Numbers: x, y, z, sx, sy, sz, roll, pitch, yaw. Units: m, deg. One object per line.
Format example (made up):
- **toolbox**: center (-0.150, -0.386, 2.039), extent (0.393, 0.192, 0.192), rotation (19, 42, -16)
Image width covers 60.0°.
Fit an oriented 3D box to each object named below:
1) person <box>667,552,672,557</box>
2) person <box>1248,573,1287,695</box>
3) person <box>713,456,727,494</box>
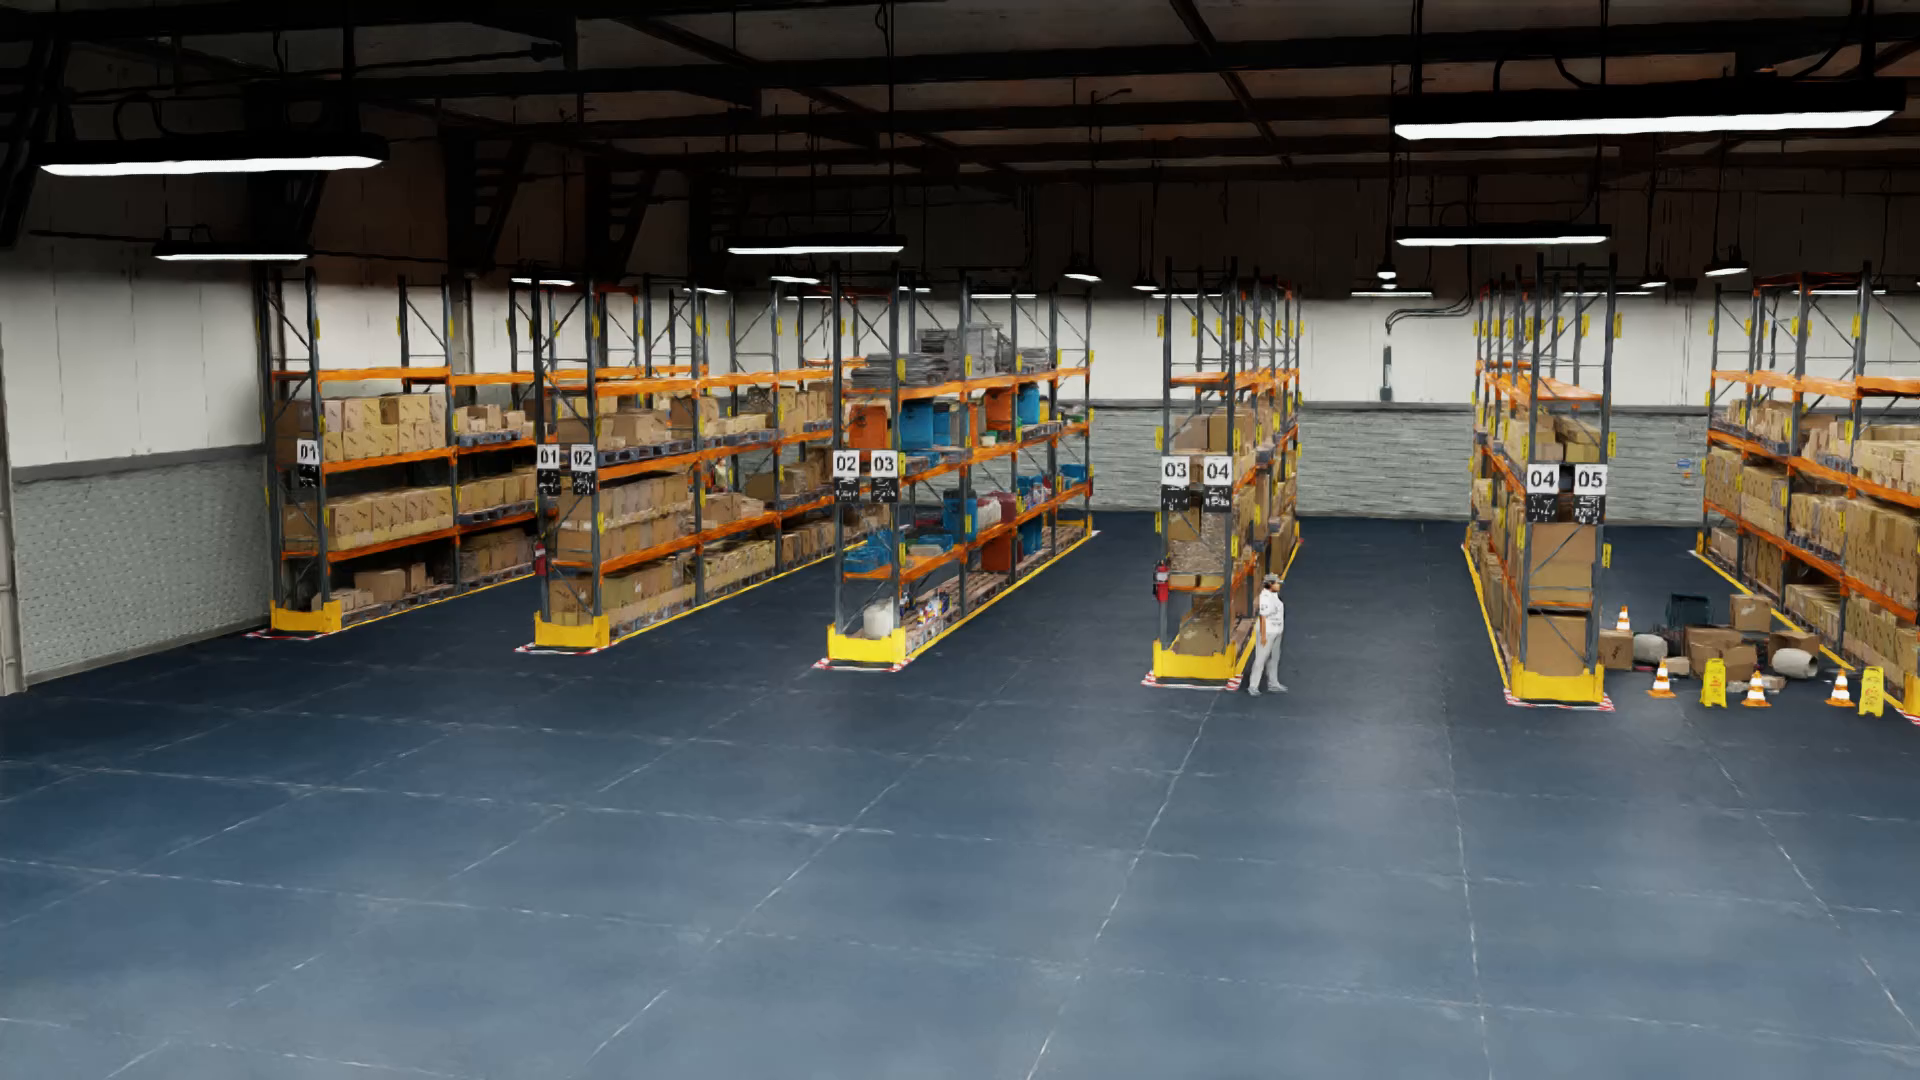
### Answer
- **person**: center (-6.219, -0.155, 34.730), extent (0.566, 1.541, 0.519), rotation (2, 7, 12)
- **person**: center (4.232, 1.287, 22.879), extent (0.453, 1.660, 0.645), rotation (3, 8, 24)
- **person**: center (-6.351, -1.402, 43.989), extent (0.478, 1.674, 0.519), rotation (-6, 9, -39)
